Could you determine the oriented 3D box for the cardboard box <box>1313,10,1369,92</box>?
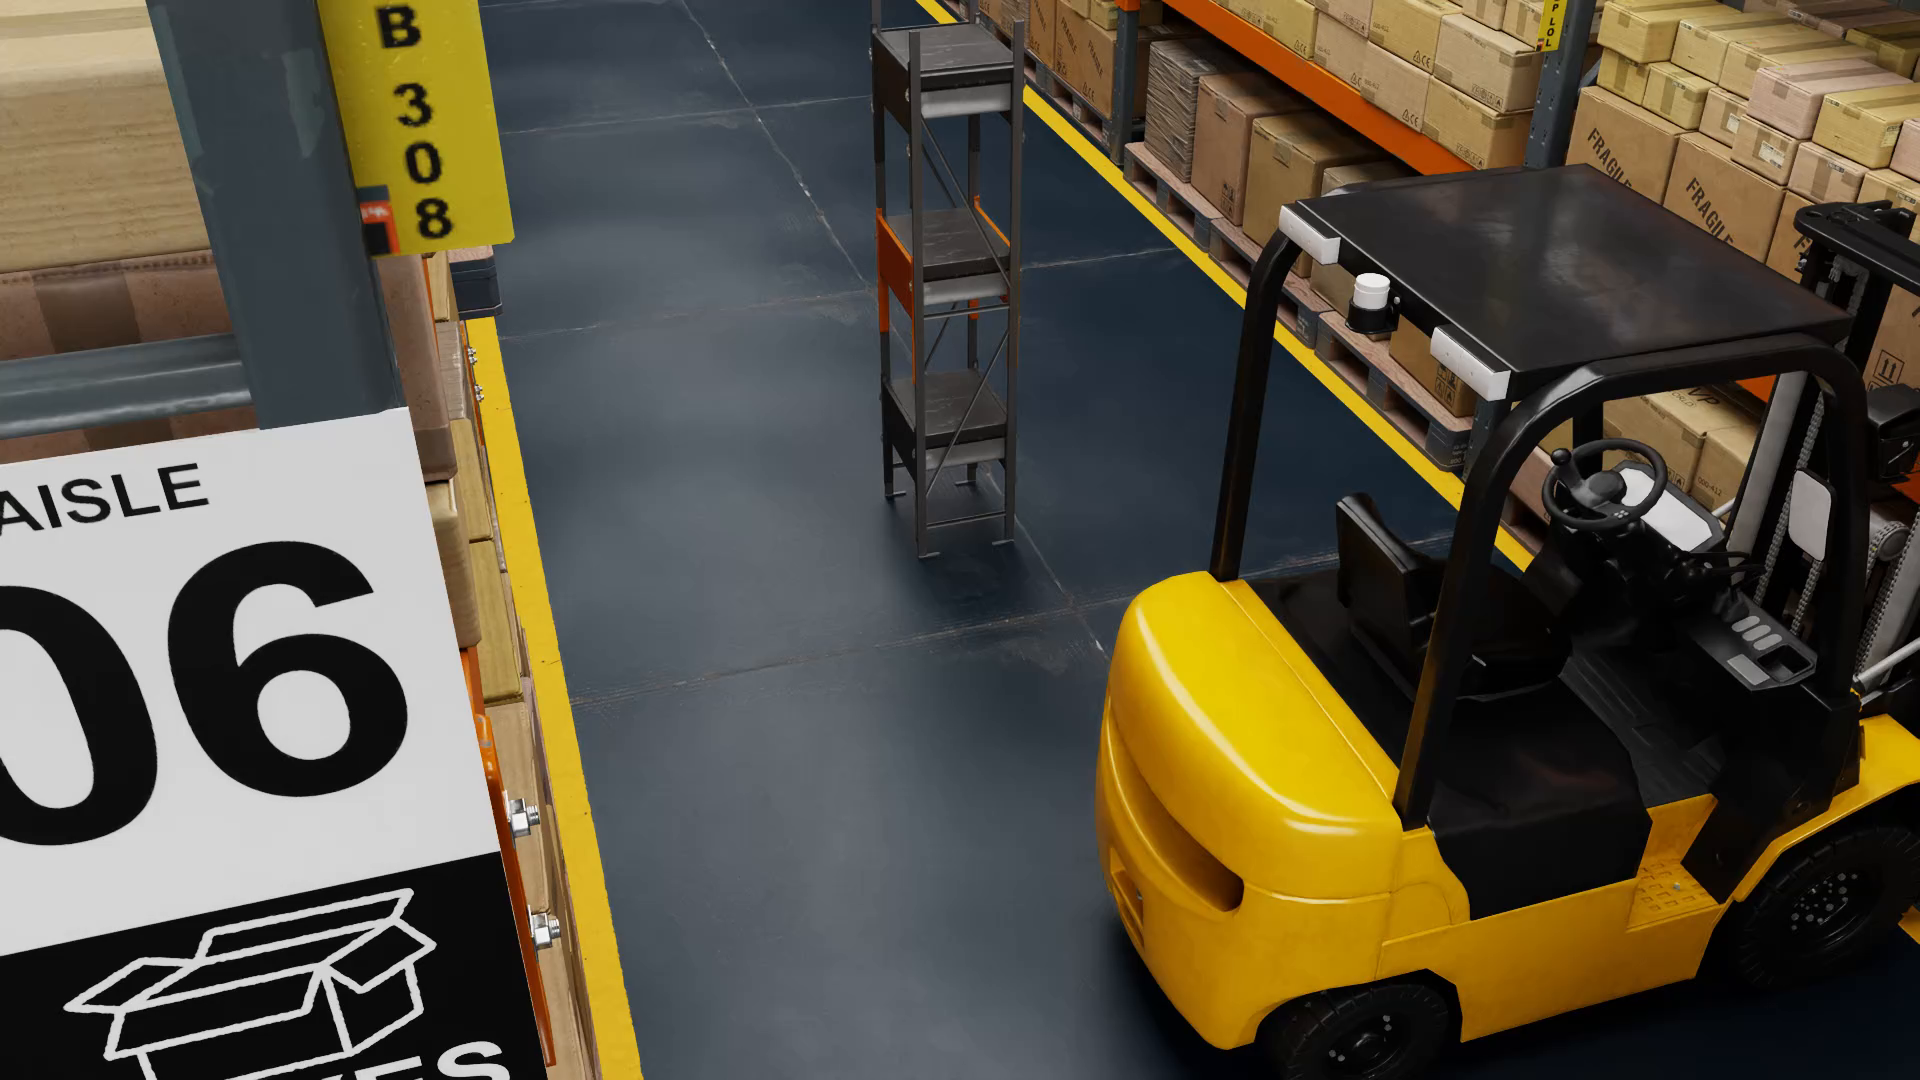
[{"bbox_3d":[1.960,-2.244,7.561,0.500,0.250,0.500,-10,35,-14],"label":"cardboard box"}]

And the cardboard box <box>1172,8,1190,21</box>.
[{"bbox_3d":[1.561,-3.387,10.452,0.380,0.149,0.250,-8,34,-12],"label":"cardboard box"}]

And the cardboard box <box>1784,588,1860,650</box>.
[{"bbox_3d":[2.948,0.307,5.224,0.500,0.250,0.500,-10,35,-15],"label":"cardboard box"}]

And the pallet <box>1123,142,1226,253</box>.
[{"bbox_3d":[1.637,-2.055,9.669,1.003,0.211,1.213,-10,35,-15],"label":"pallet"}]

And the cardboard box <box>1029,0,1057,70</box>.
[{"bbox_3d":[0.785,-3.514,11.234,0.500,0.500,0.500,-9,34,-13],"label":"cardboard box"}]

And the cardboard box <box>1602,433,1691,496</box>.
[{"bbox_3d":[2.653,-0.224,6.028,0.500,0.250,0.500,-10,35,-15],"label":"cardboard box"}]

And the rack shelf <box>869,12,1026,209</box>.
[{"bbox_3d":[-0.050,-1.536,5.924,0.431,0.518,0.480,-10,35,-15],"label":"rack shelf"}]

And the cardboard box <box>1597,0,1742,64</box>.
[{"bbox_3d":[2.458,-1.777,5.769,0.380,0.149,0.250,-9,35,-14],"label":"cardboard box"}]

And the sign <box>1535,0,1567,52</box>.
[{"bbox_3d":[2.130,-1.911,5.943,0.100,0.325,0.005,-10,35,-15],"label":"sign"}]

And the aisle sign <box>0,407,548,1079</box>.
[{"bbox_3d":[-0.548,0.275,1.255,0.394,0.787,0.004,-10,35,-15],"label":"aisle sign"}]

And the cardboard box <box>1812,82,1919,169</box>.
[{"bbox_3d":[2.796,-1.238,4.954,0.380,0.149,0.250,-11,35,-15],"label":"cardboard box"}]

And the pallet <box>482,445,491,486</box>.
[{"bbox_3d":[-2.321,0.034,6.507,1.003,0.211,1.213,-10,35,-15],"label":"pallet"}]

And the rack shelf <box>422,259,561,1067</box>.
[{"bbox_3d":[-1.472,-0.622,2.902,1.077,0.370,4.000,-10,35,-15],"label":"rack shelf"}]

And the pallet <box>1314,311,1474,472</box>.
[{"bbox_3d":[2.382,-0.774,7.730,1.003,0.211,1.213,-10,35,-15],"label":"pallet"}]

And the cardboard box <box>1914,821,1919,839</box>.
[{"bbox_3d":[3.133,0.794,4.940,0.500,0.250,0.500,-10,35,-14],"label":"cardboard box"}]

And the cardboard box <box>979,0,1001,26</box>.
[{"bbox_3d":[0.456,-4.057,12.056,0.500,0.500,0.500,-11,35,-16],"label":"cardboard box"}]

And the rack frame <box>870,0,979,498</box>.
[{"bbox_3d":[-0.125,-1.091,6.497,0.400,2.100,0.015,-10,35,-15],"label":"rack frame"}]

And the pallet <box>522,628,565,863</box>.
[{"bbox_3d":[-1.844,0.789,5.364,1.003,0.211,1.213,-10,35,-15],"label":"pallet"}]

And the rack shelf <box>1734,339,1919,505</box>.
[{"bbox_3d":[3.254,-0.207,4.995,1.077,0.370,4.000,-10,35,-15],"label":"rack shelf"}]

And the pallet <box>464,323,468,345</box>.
[{"bbox_3d":[-3.066,-1.247,8.445,1.003,0.211,1.213,-10,35,-15],"label":"pallet"}]

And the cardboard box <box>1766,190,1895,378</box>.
[{"bbox_3d":[2.860,-0.786,5.128,0.500,0.500,0.500,-10,35,-15],"label":"cardboard box"}]

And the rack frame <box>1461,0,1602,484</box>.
[{"bbox_3d":[2.643,-1.557,6.386,1.000,3.000,0.127,-10,35,-15],"label":"rack frame"}]

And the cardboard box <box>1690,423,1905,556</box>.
[{"bbox_3d":[2.801,-0.166,5.487,0.500,0.250,0.500,-9,34,-13],"label":"cardboard box"}]

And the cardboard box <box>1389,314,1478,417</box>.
[{"bbox_3d":[2.474,-1.014,7.337,0.875,0.625,0.625,-8,34,-13],"label":"cardboard box"}]

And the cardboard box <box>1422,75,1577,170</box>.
[{"bbox_3d":[2.241,-1.715,6.761,0.500,0.250,0.500,-9,35,-14],"label":"cardboard box"}]

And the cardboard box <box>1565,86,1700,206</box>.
[{"bbox_3d":[2.530,-1.322,5.939,0.500,0.500,0.500,-11,35,-16],"label":"cardboard box"}]

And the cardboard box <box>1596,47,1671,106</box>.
[{"bbox_3d":[2.490,-1.658,5.859,0.380,0.149,0.250,-11,35,-15],"label":"cardboard box"}]

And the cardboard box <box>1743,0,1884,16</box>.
[{"bbox_3d":[3.029,-1.877,5.921,0.380,0.149,0.250,-10,35,-15],"label":"cardboard box"}]

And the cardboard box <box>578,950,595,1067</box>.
[{"bbox_3d":[-1.172,1.328,4.133,0.500,0.250,0.500,-8,34,-12],"label":"cardboard box"}]

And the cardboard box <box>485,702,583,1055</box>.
[{"bbox_3d":[-0.904,0.647,2.690,0.500,0.500,0.500,-9,35,-13],"label":"cardboard box"}]

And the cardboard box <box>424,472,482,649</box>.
[{"bbox_3d":[-0.654,0.004,1.530,0.380,0.149,0.250,-10,35,-15],"label":"cardboard box"}]

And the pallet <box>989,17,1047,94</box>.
[{"bbox_3d":[0.863,-3.532,11.903,1.003,0.211,1.213,-10,35,-15],"label":"pallet"}]

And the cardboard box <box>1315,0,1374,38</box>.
[{"bbox_3d":[1.936,-2.456,7.429,0.500,0.250,0.500,-9,35,-14],"label":"cardboard box"}]

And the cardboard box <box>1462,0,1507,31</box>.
[{"bbox_3d":[2.232,-2.144,6.595,0.380,0.149,0.250,-11,35,-15],"label":"cardboard box"}]

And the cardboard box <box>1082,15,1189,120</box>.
[{"bbox_3d":[1.090,-2.976,10.419,0.500,0.500,0.500,-9,35,-13],"label":"cardboard box"}]

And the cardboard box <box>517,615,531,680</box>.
[{"bbox_3d":[-1.646,0.517,5.361,0.500,0.250,0.500,-8,34,-13],"label":"cardboard box"}]

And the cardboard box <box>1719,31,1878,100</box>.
[{"bbox_3d":[2.710,-1.522,5.384,0.380,0.149,0.250,-11,35,-16],"label":"cardboard box"}]

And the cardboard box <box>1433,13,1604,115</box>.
[{"bbox_3d":[2.250,-1.918,6.615,0.500,0.250,0.500,-11,35,-16],"label":"cardboard box"}]

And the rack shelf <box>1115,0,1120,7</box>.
[{"bbox_3d":[0.813,-4.407,11.351,1.077,0.370,4.000,-10,35,-15],"label":"rack shelf"}]

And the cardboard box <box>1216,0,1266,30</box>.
[{"bbox_3d":[1.638,-2.787,8.382,0.500,0.250,0.500,-11,35,-16],"label":"cardboard box"}]

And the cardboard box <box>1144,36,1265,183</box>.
[{"bbox_3d":[1.601,-2.512,9.604,0.875,0.625,0.625,-9,34,-13],"label":"cardboard box"}]

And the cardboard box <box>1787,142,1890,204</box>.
[{"bbox_3d":[2.760,-1.110,5.030,0.380,0.149,0.250,-10,35,-15],"label":"cardboard box"}]

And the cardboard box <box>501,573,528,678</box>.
[{"bbox_3d":[-1.490,0.471,4.750,0.500,0.500,0.500,-9,35,-14],"label":"cardboard box"}]

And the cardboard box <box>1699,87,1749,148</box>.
[{"bbox_3d":[2.677,-1.390,5.454,0.380,0.149,0.250,-10,35,-15],"label":"cardboard box"}]

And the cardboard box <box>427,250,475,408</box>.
[{"bbox_3d":[-1.547,-0.426,4.313,0.500,0.500,0.500,-9,34,-13],"label":"cardboard box"}]

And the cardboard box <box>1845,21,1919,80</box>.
[{"bbox_3d":[3.159,-1.602,5.504,0.380,0.149,0.250,-10,35,-15],"label":"cardboard box"}]

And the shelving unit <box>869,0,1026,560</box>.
[{"bbox_3d":[-0.050,-0.963,6.303,0.431,2.100,0.503,-10,35,-15],"label":"shelving unit"}]

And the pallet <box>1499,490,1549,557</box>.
[{"bbox_3d":[2.846,0.031,6.512,1.003,0.211,1.213,-10,35,-15],"label":"pallet"}]

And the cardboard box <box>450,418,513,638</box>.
[{"bbox_3d":[-1.223,0.114,3.496,0.500,0.500,0.500,-11,35,-16],"label":"cardboard box"}]

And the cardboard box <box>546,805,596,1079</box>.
[{"bbox_3d":[-1.162,1.018,3.922,0.500,0.500,0.500,-9,35,-14],"label":"cardboard box"}]

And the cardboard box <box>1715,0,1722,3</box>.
[{"bbox_3d":[2.741,-2.090,6.513,0.380,0.149,0.250,-11,35,-16],"label":"cardboard box"}]

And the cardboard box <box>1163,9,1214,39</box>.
[{"bbox_3d":[1.562,-3.058,10.544,0.500,0.500,0.500,-9,34,-13],"label":"cardboard box"}]

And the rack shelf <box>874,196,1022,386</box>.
[{"bbox_3d":[-0.050,-0.952,6.310,0.431,0.518,0.480,-10,35,-15],"label":"rack shelf"}]

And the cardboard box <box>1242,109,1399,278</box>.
[{"bbox_3d":[2.013,-1.817,8.552,0.875,0.625,0.625,-11,35,-17],"label":"cardboard box"}]

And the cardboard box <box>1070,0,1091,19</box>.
[{"bbox_3d":[0.919,-3.415,10.496,0.380,0.149,0.250,-12,35,-17],"label":"cardboard box"}]

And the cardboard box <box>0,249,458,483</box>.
[{"bbox_3d":[-0.762,-0.242,1.541,0.500,0.250,0.500,-11,35,-16],"label":"cardboard box"}]
